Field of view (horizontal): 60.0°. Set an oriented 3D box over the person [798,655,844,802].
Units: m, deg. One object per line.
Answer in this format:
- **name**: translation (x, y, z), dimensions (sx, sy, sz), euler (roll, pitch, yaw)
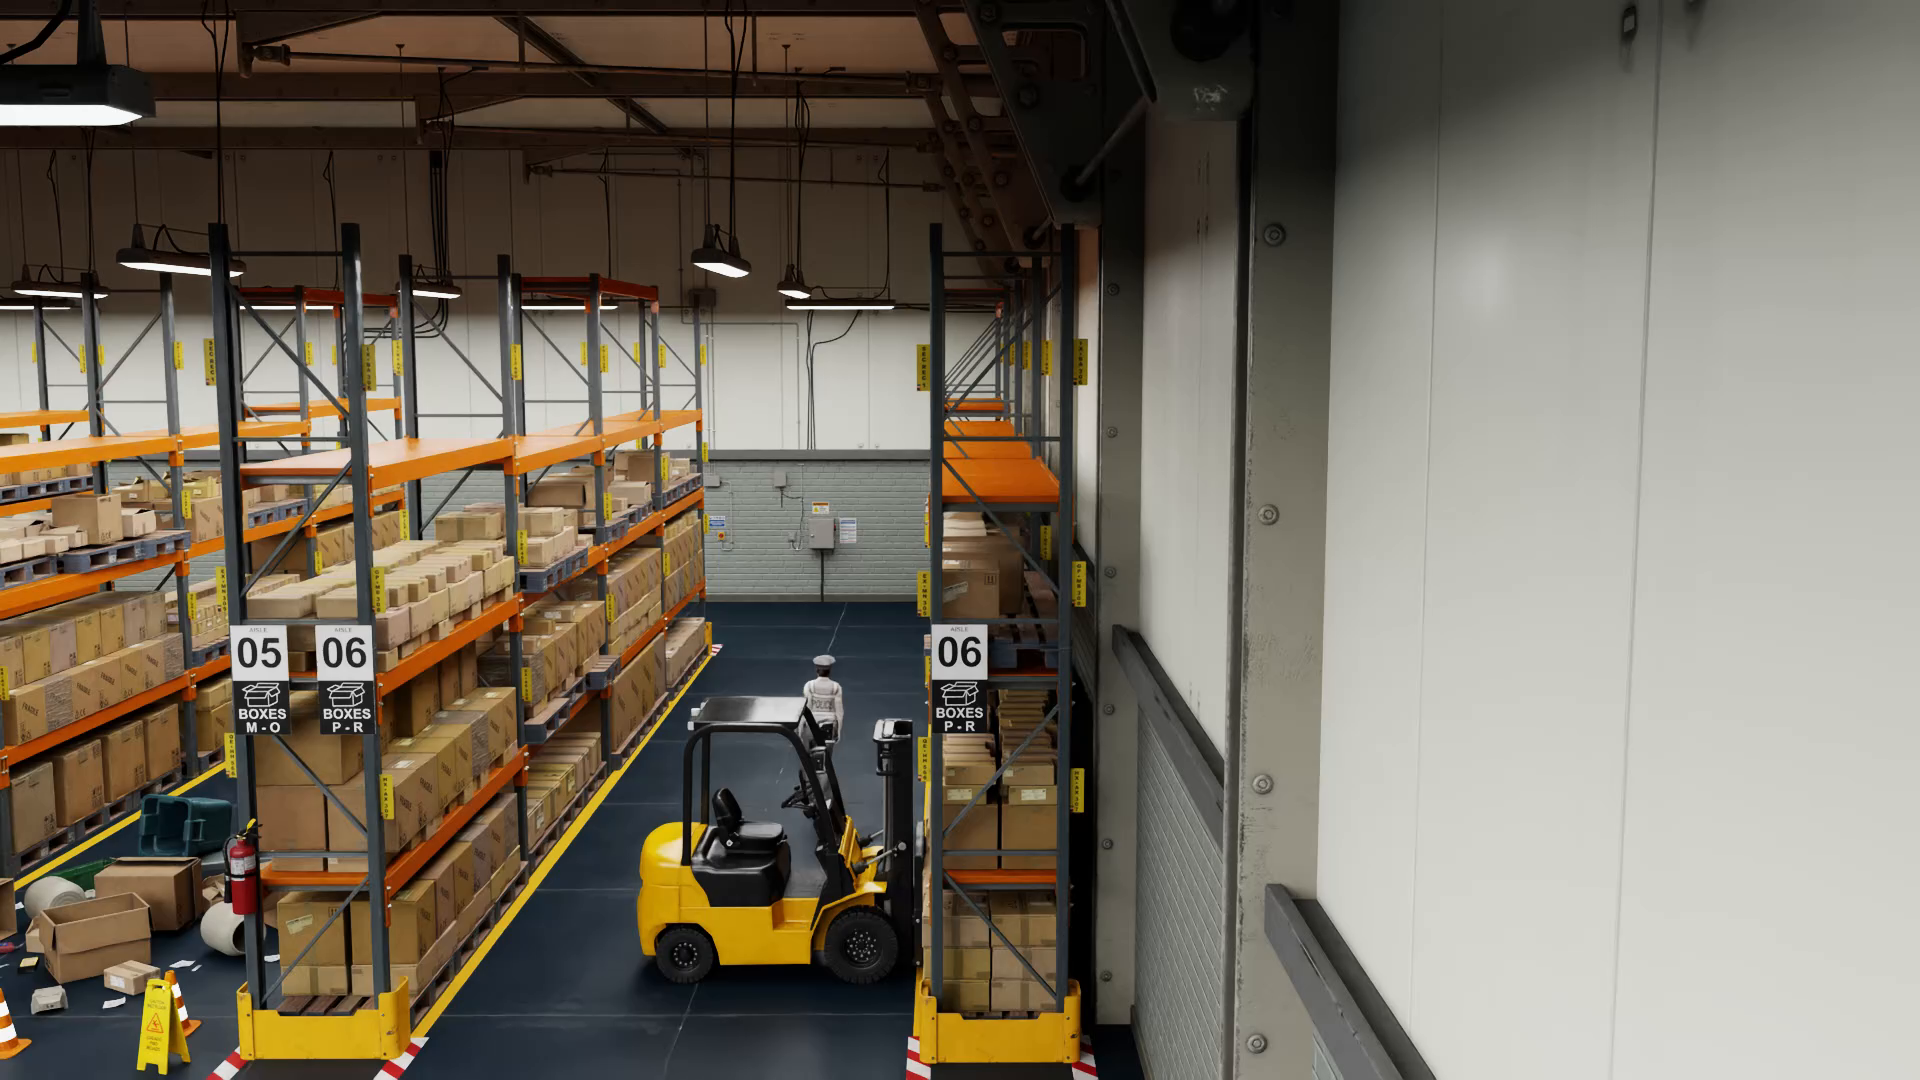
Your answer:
- **person**: translation (-1.572, 2.140, 18.781), dimensions (0.522, 1.676, 0.372), euler (-1, 7, -5)
